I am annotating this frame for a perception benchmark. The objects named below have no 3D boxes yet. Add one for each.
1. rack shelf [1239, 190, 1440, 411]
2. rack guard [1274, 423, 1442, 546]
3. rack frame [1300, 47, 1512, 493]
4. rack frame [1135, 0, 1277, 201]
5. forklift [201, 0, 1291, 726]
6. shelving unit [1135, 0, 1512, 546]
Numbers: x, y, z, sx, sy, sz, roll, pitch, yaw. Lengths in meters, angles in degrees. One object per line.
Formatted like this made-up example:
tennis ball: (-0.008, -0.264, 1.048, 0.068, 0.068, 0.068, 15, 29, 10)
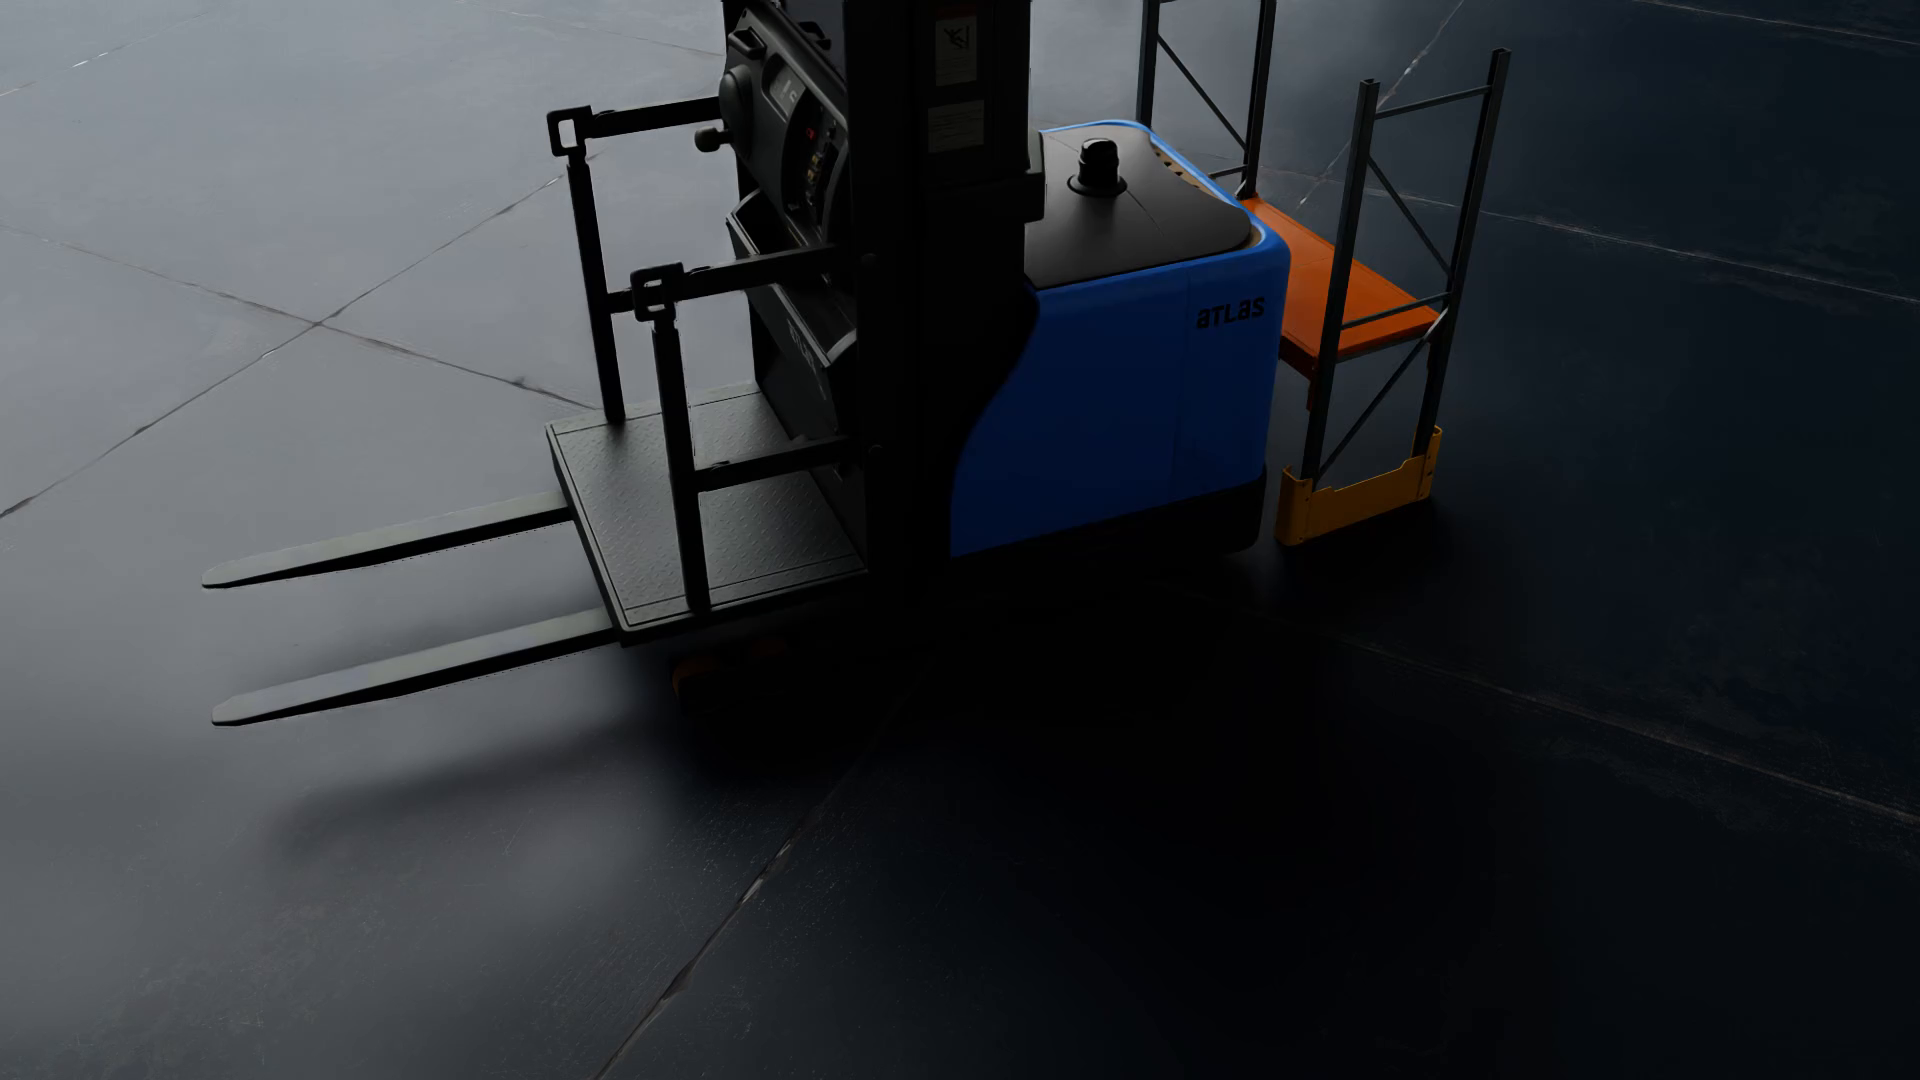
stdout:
rack shelf: (1.033, -0.796, 5.356, 0.538, 0.185, 1.000, -18, 41, -22)
rack guard: (1.265, -0.182, 5.283, 0.587, 0.250, 0.087, -18, 41, -22)
rack frame: (1.274, -0.669, 4.891, 0.500, 1.500, 0.032, -18, 41, -22)
rack frame: (0.792, -1.210, 5.604, 0.500, 1.500, 0.032, -18, 41, -22)
forklift: (-0.639, -1.050, 4.209, 3.031, 2.935, 1.130, -14, 39, -18)
shelving unit: (1.029, -0.945, 5.254, 0.587, 1.500, 1.083, -18, 41, -22)
